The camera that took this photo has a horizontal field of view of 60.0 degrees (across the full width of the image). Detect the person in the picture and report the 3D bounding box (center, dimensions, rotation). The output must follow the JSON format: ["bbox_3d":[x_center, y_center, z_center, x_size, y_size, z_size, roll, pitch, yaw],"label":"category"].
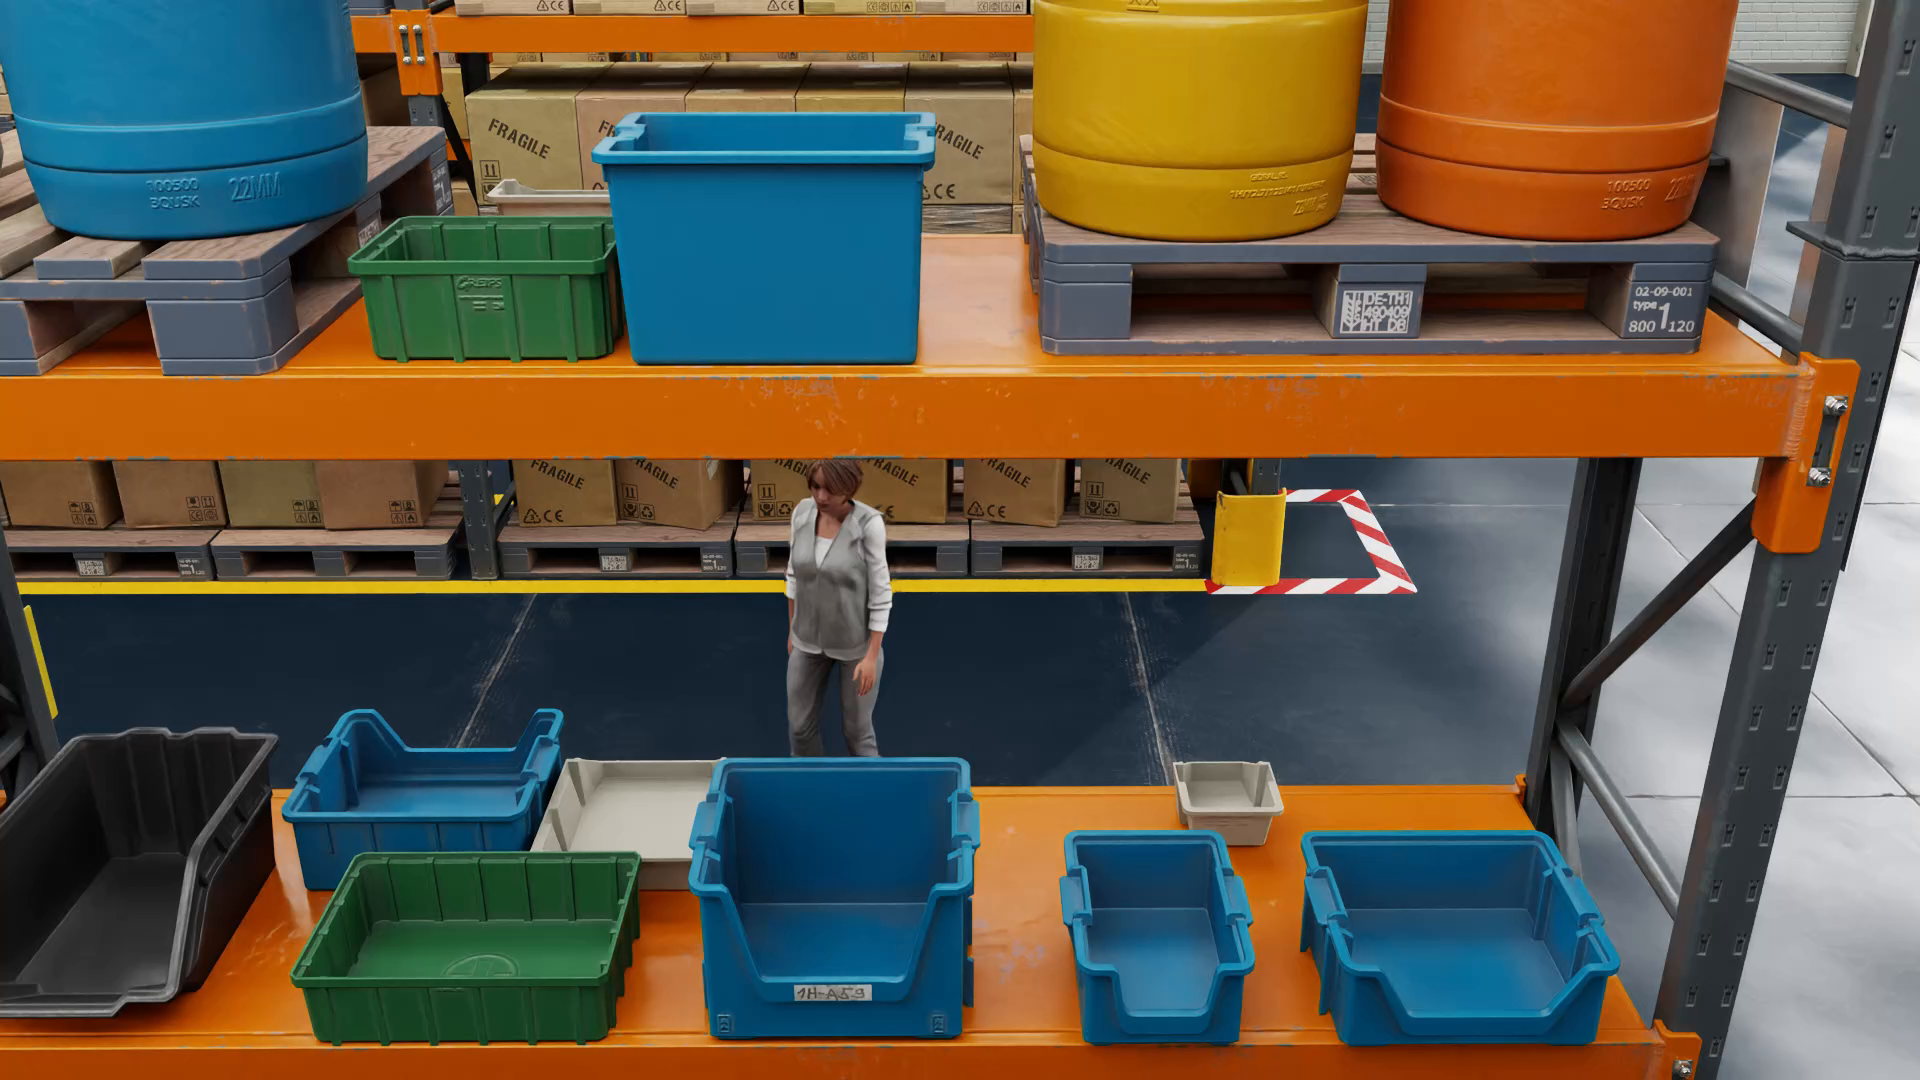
[{"bbox_3d":[-0.476,0.437,6.153,0.458,1.634,0.424,8,26,18],"label":"person"}]
